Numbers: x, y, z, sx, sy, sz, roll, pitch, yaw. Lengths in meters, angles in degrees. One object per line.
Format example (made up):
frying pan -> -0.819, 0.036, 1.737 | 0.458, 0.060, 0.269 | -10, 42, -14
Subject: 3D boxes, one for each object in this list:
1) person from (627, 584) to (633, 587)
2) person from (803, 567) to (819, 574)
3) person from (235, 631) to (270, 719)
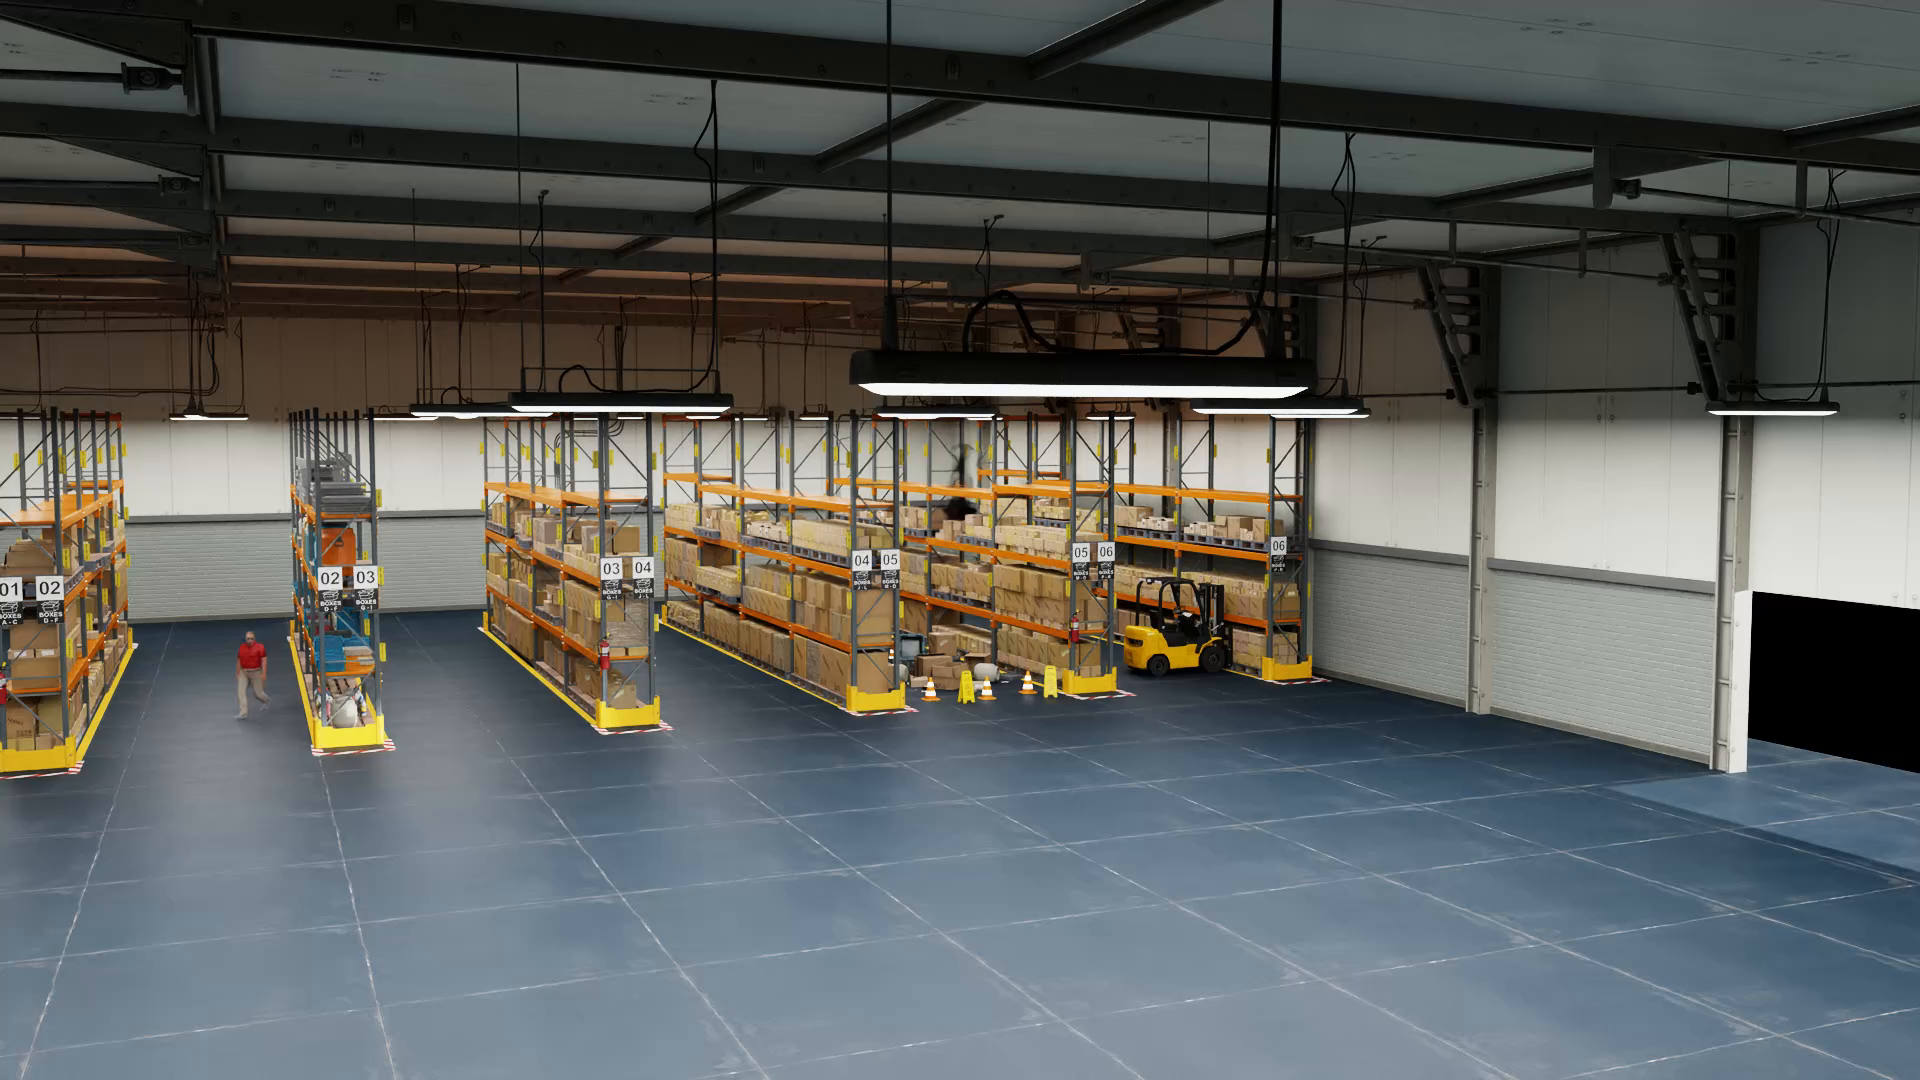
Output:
person -> -9.375, 1.643, 46.907 | 0.576, 1.706, 0.764 | -1, 4, -15
person -> -4.646, 1.299, 50.901 | 0.712, 1.800, 0.725 | -1, 4, -13
person -> -13.772, 2.595, 32.327 | 0.633, 1.678, 0.792 | 0, 4, 1
